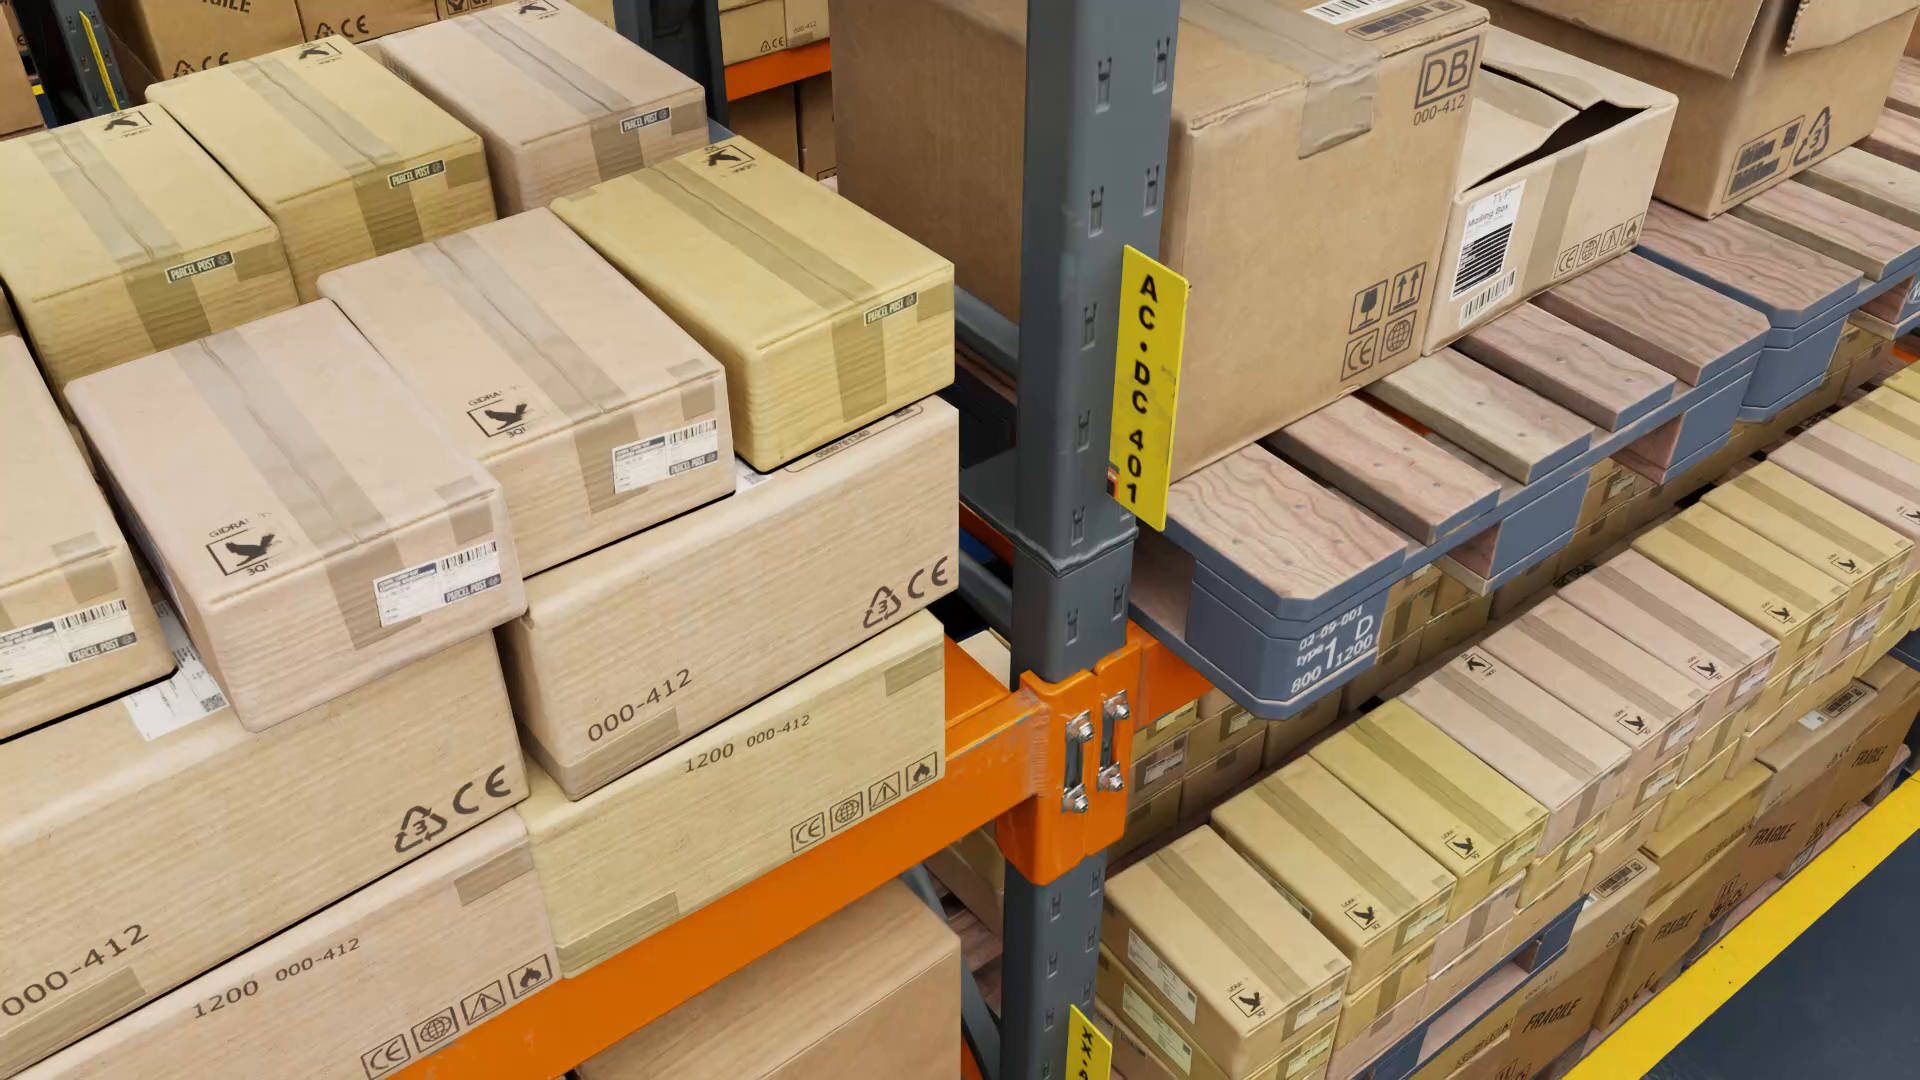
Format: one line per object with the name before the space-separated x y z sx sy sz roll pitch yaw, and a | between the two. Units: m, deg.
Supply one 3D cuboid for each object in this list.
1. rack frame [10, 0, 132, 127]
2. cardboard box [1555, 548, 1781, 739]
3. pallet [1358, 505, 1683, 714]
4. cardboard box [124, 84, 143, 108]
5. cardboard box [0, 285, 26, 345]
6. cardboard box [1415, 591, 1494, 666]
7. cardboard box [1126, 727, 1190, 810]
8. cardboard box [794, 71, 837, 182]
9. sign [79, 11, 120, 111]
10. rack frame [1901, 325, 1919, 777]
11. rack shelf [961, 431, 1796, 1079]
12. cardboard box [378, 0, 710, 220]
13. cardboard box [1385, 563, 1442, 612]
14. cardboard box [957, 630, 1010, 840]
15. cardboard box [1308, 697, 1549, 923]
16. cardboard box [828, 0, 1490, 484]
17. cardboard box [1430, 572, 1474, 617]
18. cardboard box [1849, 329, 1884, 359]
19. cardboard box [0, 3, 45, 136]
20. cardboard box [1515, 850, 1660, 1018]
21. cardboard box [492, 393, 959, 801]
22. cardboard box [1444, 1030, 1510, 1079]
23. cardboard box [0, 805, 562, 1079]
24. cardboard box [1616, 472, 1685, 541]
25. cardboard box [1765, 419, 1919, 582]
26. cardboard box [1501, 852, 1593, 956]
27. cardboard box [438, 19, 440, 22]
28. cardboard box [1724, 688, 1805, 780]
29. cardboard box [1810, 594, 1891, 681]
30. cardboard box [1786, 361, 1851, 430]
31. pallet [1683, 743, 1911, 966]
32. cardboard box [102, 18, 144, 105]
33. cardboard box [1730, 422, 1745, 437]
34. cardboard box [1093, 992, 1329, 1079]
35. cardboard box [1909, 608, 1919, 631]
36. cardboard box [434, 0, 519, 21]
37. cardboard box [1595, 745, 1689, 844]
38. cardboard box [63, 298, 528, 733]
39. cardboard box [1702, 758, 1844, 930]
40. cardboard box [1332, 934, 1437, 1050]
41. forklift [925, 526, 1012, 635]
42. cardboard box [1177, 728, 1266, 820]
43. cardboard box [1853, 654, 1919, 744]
rack frame | -3.235 -1.520 6.238 0.127 3.000 1.000 -26 46 -28
cardboard box | 1.479 0.214 3.522 0.250 0.149 0.380 -24 45 -27
pallet | 1.489 0.244 4.238 1.213 0.211 1.003 -26 46 -28
cardboard box | -3.033 -1.762 6.651 0.500 0.250 0.500 -27 47 -29
cardboard box | -1.151 -0.237 1.718 0.250 0.149 0.380 -27 47 -29
cardboard box | 1.087 0.107 4.121 0.250 0.149 0.380 -24 45 -26
cardboard box | 0.265 0.395 3.536 0.250 0.149 0.380 -26 46 -28
cardboard box | -0.661 -2.181 8.388 0.875 0.875 0.875 -26 46 -28
sign | -2.895 -1.607 5.599 0.005 0.325 0.100 -26 46 -28
rack frame | 3.033 -0.616 5.135 0.127 3.000 1.000 -26 46 -28
rack shelf | 1.448 0.436 4.421 4.000 0.370 1.077 -26 46 -28
cardboard box | -0.517 -0.528 2.073 0.250 0.149 0.380 -27 46 -29
cardboard box | 0.885 -0.016 3.803 0.250 0.149 0.380 -28 47 -29
cardboard box | 0.061 0.382 3.317 0.250 0.149 0.380 -24 45 -26
cardboard box | 0.877 0.506 3.166 0.250 0.149 0.380 -26 46 -28
cardboard box | 0.229 -0.522 2.246 0.500 0.500 0.700 -26 46 -28
cardboard box | 1.100 -0.014 4.035 0.250 0.149 0.380 -26 46 -28
cardboard box | 2.528 -0.710 4.883 0.250 0.149 0.380 -24 45 -26
cardboard box | -3.441 -1.624 5.497 0.500 0.500 0.500 -26 46 -28
cardboard box | 1.436 0.890 4.349 0.500 0.250 0.500 -24 45 -27
cardboard box | -0.349 -0.058 1.815 0.500 0.250 0.500 -28 47 -30
cardboard box | 1.028 1.377 4.346 0.500 0.500 0.500 -24 45 -26
cardboard box | -0.766 0.341 1.722 0.500 0.250 0.500 -26 46 -28
cardboard box | 1.706 -0.192 4.486 0.250 0.149 0.380 -24 45 -27
cardboard box | 2.112 -0.098 3.903 0.250 0.149 0.380 -26 46 -28
cardboard box | 1.071 0.643 3.468 0.250 0.149 0.380 -26 46 -28
cardboard box | -1.901 -2.081 6.645 0.500 0.250 0.500 -25 46 -28
cardboard box | 1.688 0.341 3.836 0.250 0.149 0.380 -28 47 -30
cardboard box | 1.898 0.124 3.867 0.250 0.149 0.380 -25 45 -27
cardboard box | 2.343 -0.506 4.868 0.250 0.149 0.380 -24 45 -26
pallet | 2.413 0.764 5.652 1.213 0.211 1.003 -26 46 -28
cardboard box | -3.033 -1.948 6.483 0.500 0.250 0.500 -26 46 -28
cardboard box | 1.905 -0.402 4.507 0.250 0.149 0.380 -26 46 -28
cardboard box | 0.454 0.944 3.101 0.250 0.149 0.380 -28 47 -30
cardboard box | 2.321 0.030 4.215 0.250 0.149 0.380 -27 46 -29
cardboard box | -1.925 -2.374 6.411 0.500 0.500 0.500 -27 47 -29
cardboard box | 1.281 0.422 3.503 0.250 0.149 0.380 -24 45 -26
cardboard box | -0.591 -0.038 1.475 0.250 0.149 0.380 -26 46 -28
cardboard box | 2.257 0.773 5.082 0.500 0.500 0.500 -24 45 -26
cardboard box | 0.659 0.728 3.130 0.250 0.149 0.380 -27 46 -29
forklift | 0.726 -1.477 6.240 3.031 2.935 1.130 -23 45 -25
cardboard box | 0.460 0.416 3.745 0.250 0.149 0.380 -26 46 -28
cardboard box | 2.651 0.295 5.074 0.500 0.250 0.500 -27 47 -29
